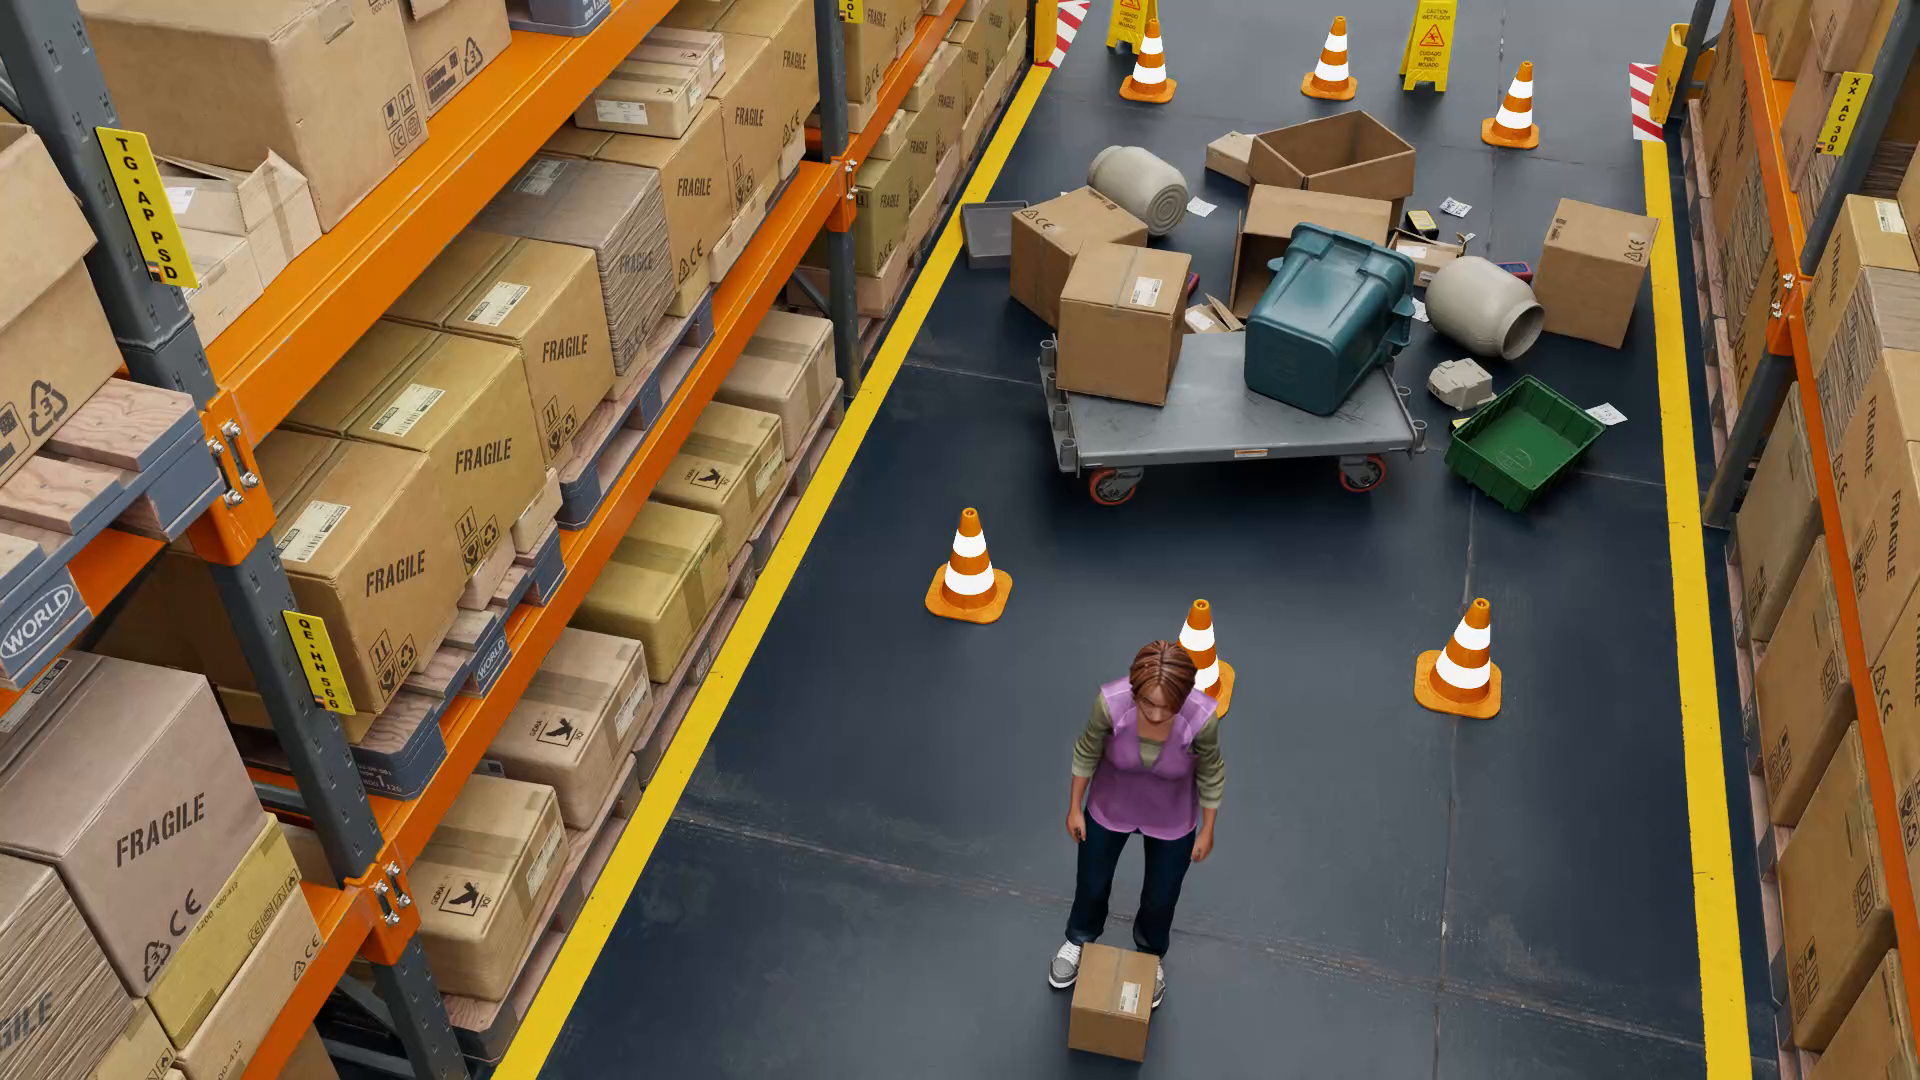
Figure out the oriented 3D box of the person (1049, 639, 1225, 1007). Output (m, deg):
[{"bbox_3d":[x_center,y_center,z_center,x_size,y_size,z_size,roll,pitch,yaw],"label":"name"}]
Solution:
[{"bbox_3d":[0.562,0.868,5.197,0.483,1.582,0.340,8,42,9],"label":"person"}]
